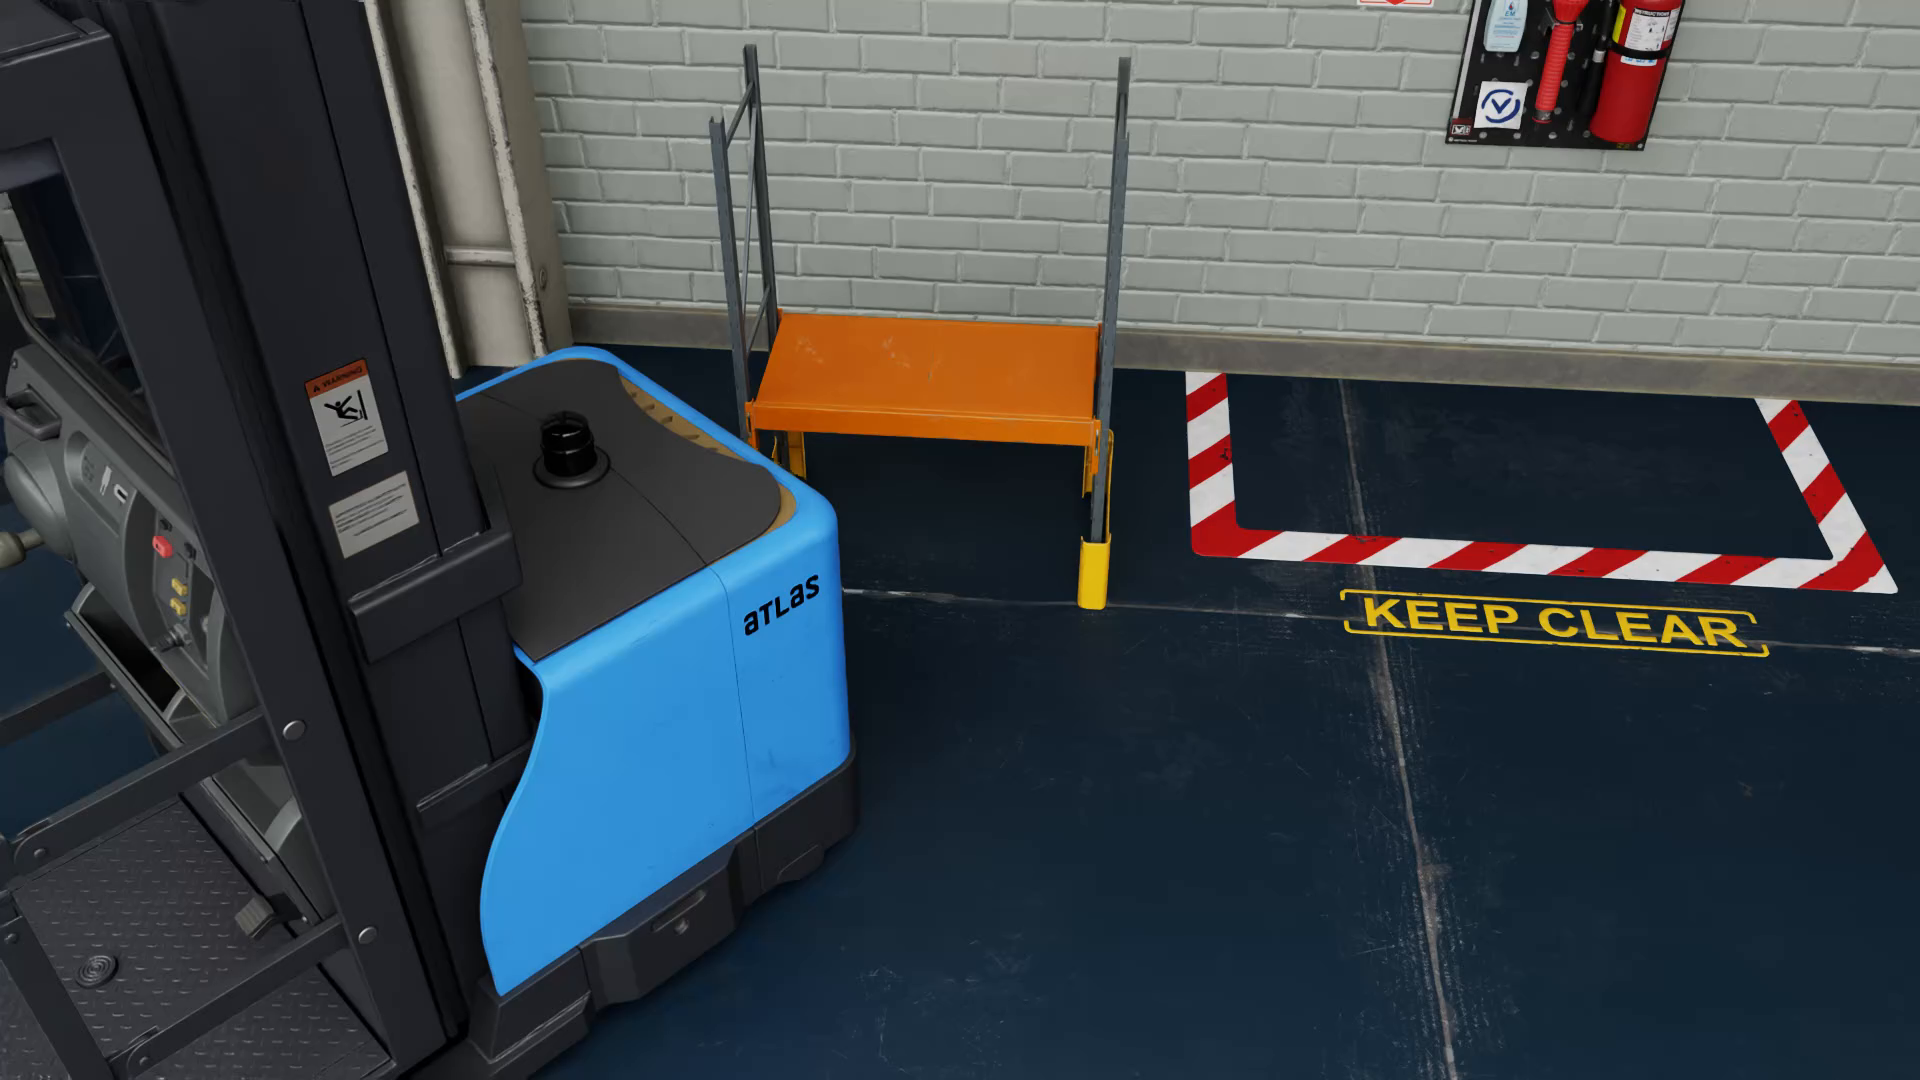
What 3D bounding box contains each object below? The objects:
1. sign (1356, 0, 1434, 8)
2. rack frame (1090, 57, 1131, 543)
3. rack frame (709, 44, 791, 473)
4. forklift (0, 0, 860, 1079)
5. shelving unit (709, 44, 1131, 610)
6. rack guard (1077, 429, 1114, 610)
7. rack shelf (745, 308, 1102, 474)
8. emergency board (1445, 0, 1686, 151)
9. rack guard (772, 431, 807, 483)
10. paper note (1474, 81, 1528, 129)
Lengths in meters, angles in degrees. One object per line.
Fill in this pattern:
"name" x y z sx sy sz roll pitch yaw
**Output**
"sign" 1.340 -1.772 5.023 0.234 0.329 0.001 3 39 4
"rack frame" 0.421 -0.559 4.748 0.032 1.500 0.500 3 39 4
"rack frame" -0.591 -0.614 4.816 0.032 1.500 0.500 3 39 4
"forklift" -1.664 0.050 2.867 3.031 2.935 1.130 -32 49 -33
"shelving unit" -0.076 -0.586 4.782 1.083 1.500 0.587 3 39 4
"rack guard" 0.420 -0.074 5.143 0.087 0.250 0.587 3 39 4
"rack shelf" -0.085 -0.447 4.896 1.000 0.185 0.538 3 39 4
"emergency board" 1.882 -1.663 4.917 0.643 1.169 0.194 3 39 4
"rack guard" -0.572 -0.128 5.210 0.087 0.250 0.587 3 39 4
"paper note" 1.711 -1.375 5.261 0.142 0.148 0.016 3 39 4
